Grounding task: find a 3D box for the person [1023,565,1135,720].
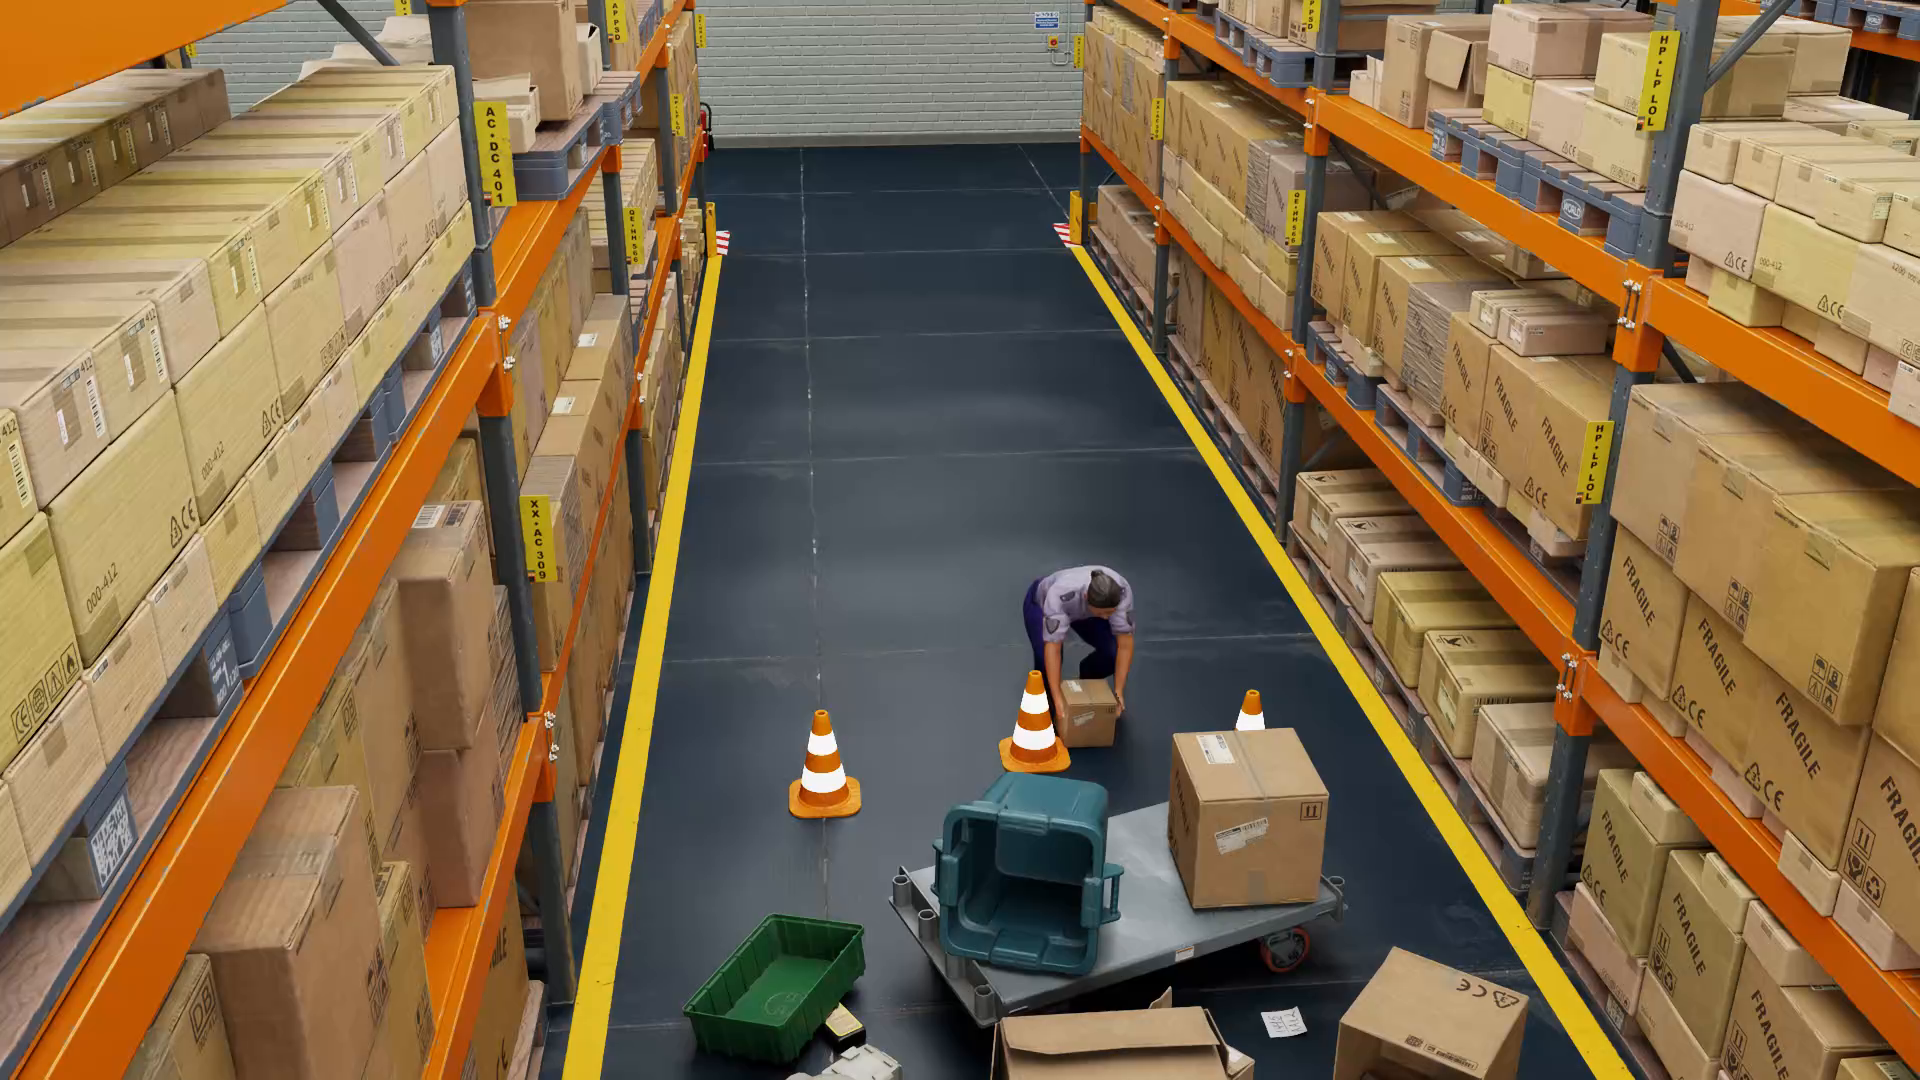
[{"bbox_3d":[0.609,0.456,8.561,0.509,0.871,0.831,-4,24,-9],"label":"person"}]
